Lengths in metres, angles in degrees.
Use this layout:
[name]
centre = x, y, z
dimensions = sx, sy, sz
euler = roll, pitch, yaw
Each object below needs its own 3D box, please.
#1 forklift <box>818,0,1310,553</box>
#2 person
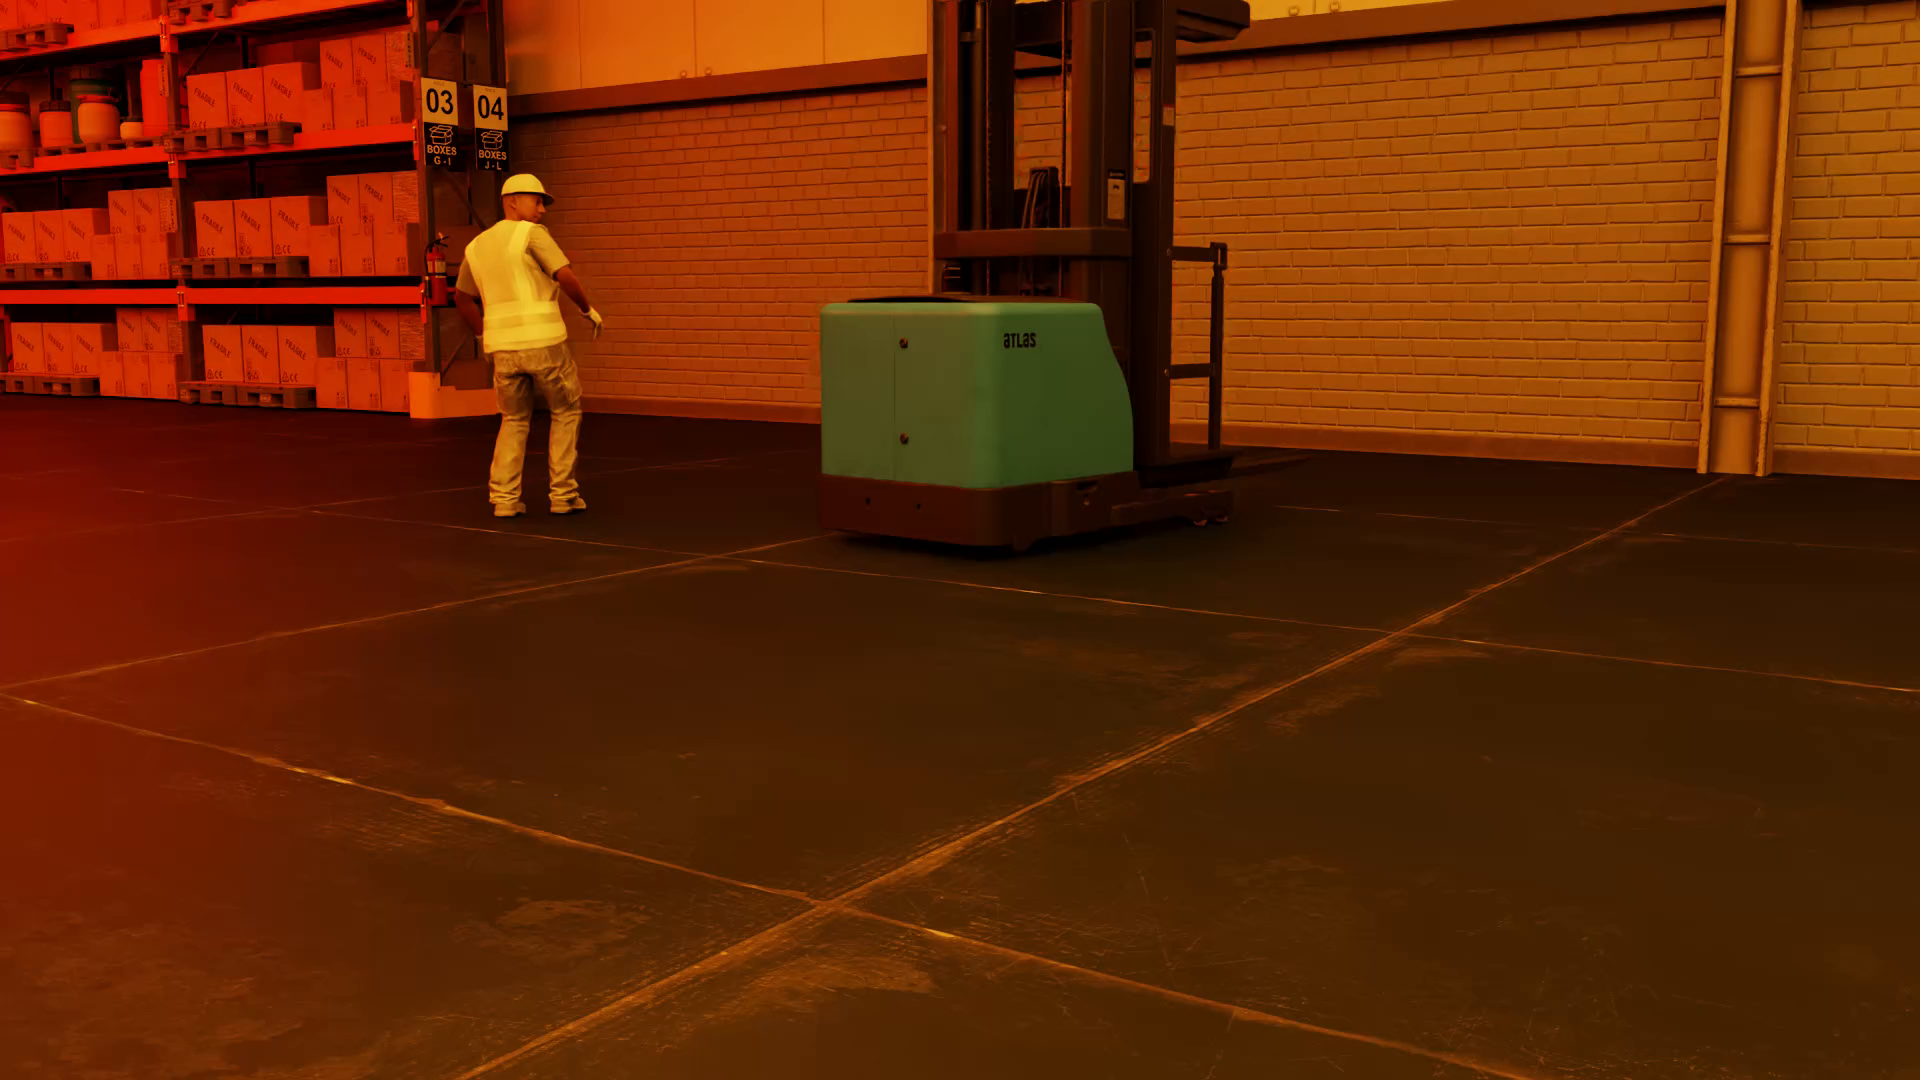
[forklift]
centre = 0.703, -1.556, 8.134
dimensions = 1.130, 2.935, 3.031
euler = 7, 11, 40
[person]
centre = -2.203, -0.984, 8.454
dimensions = 0.786, 1.728, 0.527
euler = 3, 9, 19
